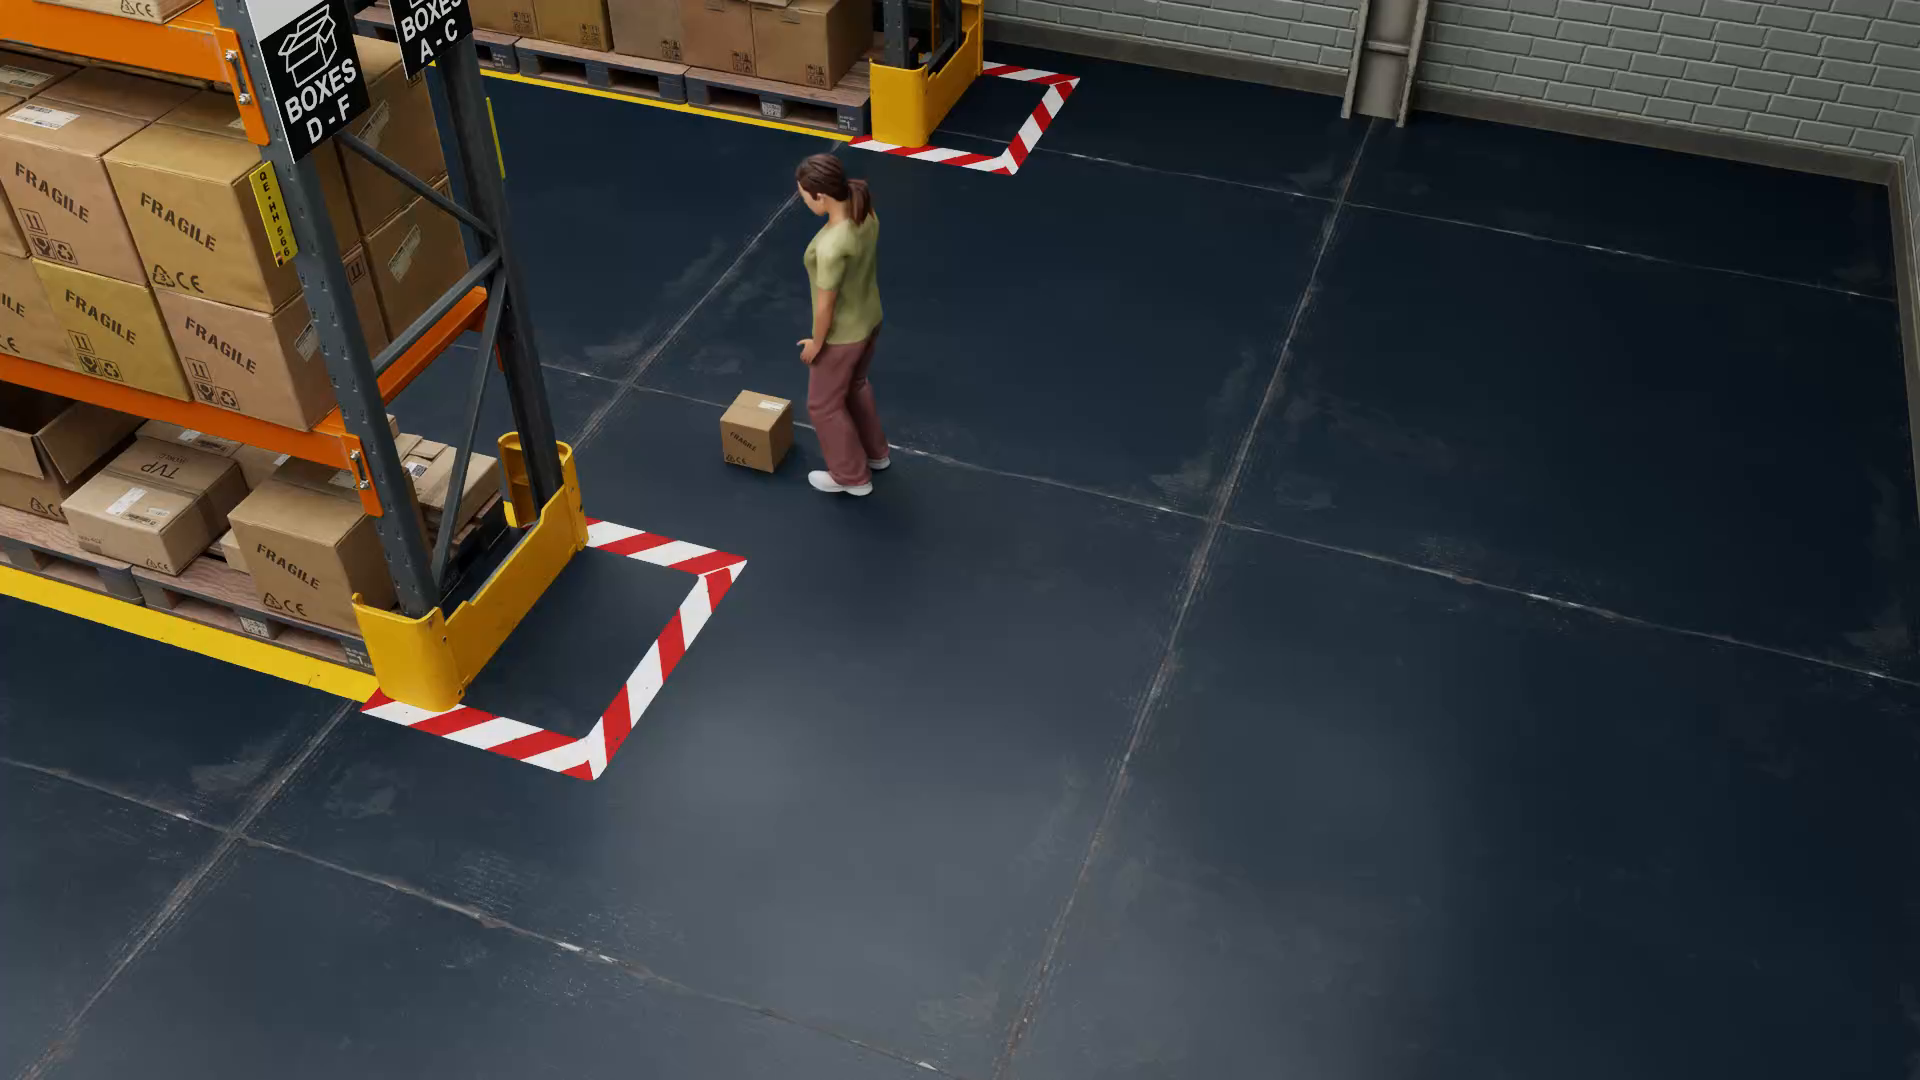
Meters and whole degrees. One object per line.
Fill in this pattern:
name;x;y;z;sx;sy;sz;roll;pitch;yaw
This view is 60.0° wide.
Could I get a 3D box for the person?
person;-0.505;-0.910;7.199;0.348;1.662;0.455;15;44;16
